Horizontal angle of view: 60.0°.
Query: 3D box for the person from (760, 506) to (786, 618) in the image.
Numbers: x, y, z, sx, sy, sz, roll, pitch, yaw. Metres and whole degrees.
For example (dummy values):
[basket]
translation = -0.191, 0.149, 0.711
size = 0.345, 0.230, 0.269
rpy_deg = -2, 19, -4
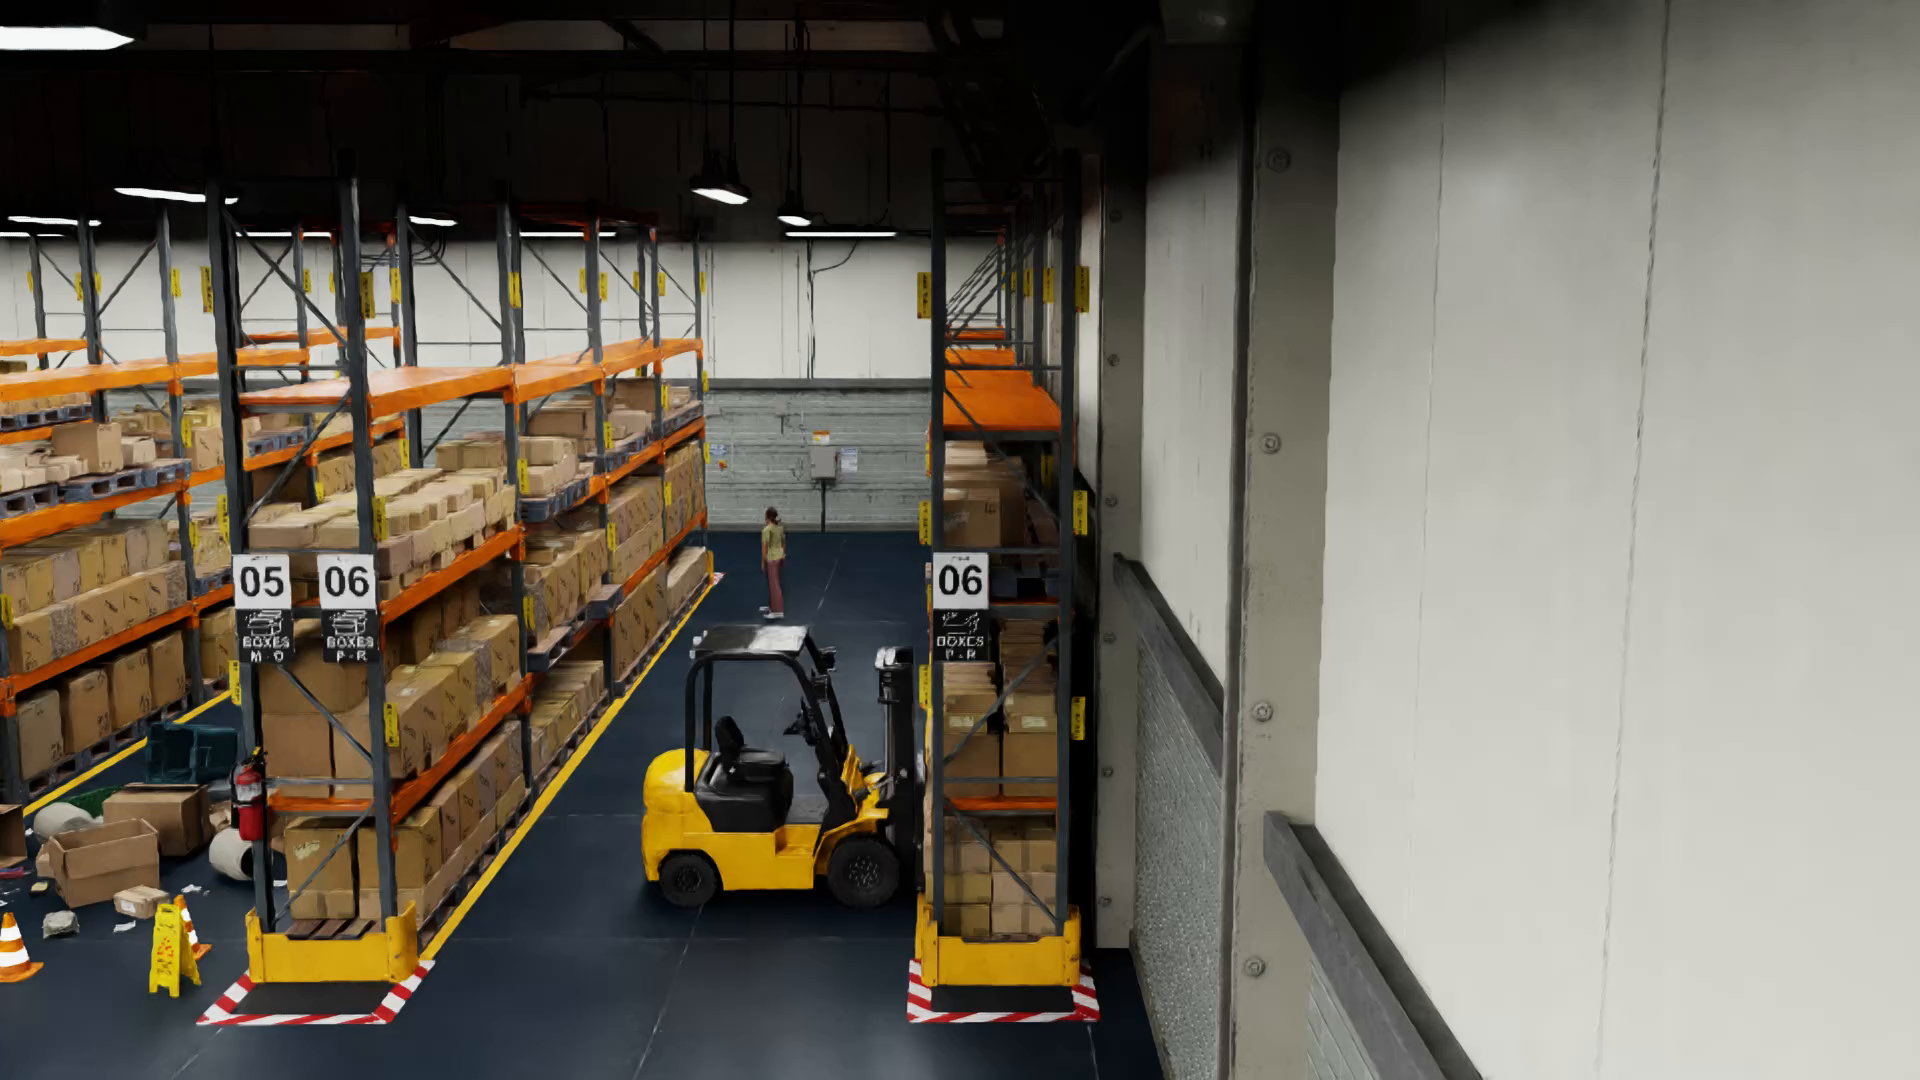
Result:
[person]
translation = -2.861, 0.311, 25.162
size = 0.569, 1.668, 0.558
rpy_deg = 5, 10, 27
